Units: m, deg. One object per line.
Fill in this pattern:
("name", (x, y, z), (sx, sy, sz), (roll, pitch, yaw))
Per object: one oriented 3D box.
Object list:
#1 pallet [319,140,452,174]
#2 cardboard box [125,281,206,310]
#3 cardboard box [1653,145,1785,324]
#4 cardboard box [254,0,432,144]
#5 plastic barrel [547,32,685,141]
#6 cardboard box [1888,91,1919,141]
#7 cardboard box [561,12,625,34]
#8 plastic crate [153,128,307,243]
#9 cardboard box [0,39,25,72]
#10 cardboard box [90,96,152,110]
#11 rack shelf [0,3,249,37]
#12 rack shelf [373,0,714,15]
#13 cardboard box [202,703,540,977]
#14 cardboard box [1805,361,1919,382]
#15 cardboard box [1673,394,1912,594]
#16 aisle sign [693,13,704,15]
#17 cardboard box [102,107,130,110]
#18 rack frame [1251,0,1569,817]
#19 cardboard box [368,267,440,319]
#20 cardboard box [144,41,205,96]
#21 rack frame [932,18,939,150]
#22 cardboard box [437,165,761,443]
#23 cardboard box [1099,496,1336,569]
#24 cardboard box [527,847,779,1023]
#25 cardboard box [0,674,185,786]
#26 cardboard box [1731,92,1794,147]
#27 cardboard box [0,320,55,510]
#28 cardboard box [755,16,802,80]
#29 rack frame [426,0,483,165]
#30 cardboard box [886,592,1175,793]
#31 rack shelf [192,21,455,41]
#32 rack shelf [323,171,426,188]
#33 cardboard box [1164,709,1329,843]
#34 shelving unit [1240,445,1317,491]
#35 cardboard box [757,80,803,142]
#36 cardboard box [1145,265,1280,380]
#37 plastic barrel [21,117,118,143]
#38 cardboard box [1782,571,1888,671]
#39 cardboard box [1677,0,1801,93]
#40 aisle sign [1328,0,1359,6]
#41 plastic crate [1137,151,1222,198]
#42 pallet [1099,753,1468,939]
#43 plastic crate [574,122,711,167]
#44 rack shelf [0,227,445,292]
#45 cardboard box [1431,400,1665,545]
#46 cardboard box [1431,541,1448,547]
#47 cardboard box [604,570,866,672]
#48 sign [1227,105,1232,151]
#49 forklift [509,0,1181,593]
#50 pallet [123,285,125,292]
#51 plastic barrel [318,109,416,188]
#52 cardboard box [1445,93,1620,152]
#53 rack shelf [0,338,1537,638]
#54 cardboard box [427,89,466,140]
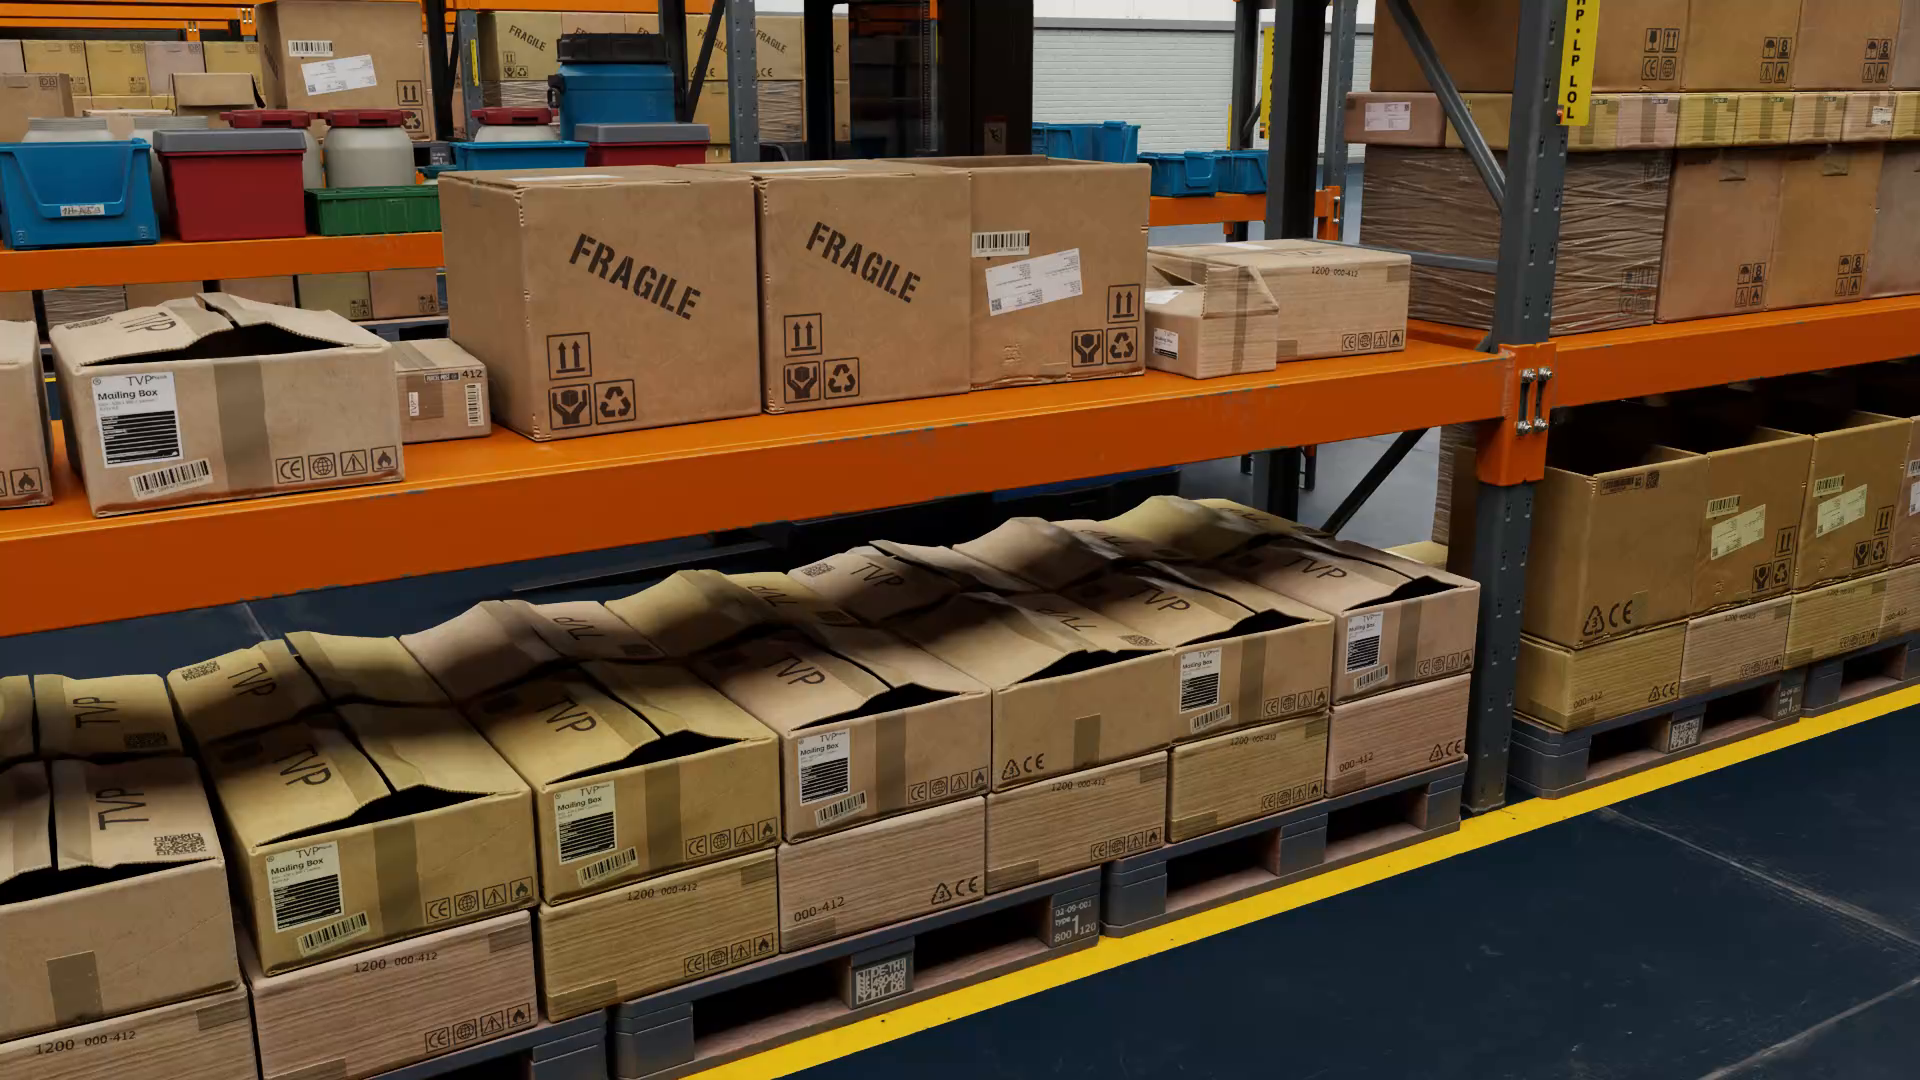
("pallet", (-4.596, -2.922, 12.631), (1.213, 0.211, 1.003), (-9, 18, -30))
("cardboard box", (-5.779, -1.797, 12.080), (0.500, 0.500, 0.700), (-8, 17, -25))
("cardboard box", (2.059, -0.980, 5.165), (0.500, 0.500, 0.700), (-9, 18, -30))
("cardboard box", (-4.619, -3.500, 12.448), (1.000, 1.000, 1.000), (-9, 18, -29))
("plastic barrel", (-1.802, -2.199, 8.767), (0.708, 0.901, 0.600), (-9, 18, -30))
("cardboard box", (2.889, -1.363, 5.330), (0.250, 0.149, 0.380), (-9, 18, -30))
("cardboard box", (-2.921, -3.833, 12.938), (0.500, 0.500, 0.500), (-9, 18, -30))
("plastic crate", (-3.201, -1.569, 7.333), (0.583, 0.464, 0.402), (-9, 18, -30))
("cardboard box", (-8.940, -4.353, 15.343), (0.500, 0.500, 0.700), (-10, 18, -31))
("cardboard box", (-7.943, -3.951, 15.761), (0.500, 0.500, 0.500), (-9, 18, -30))
("rack shelf", (-10.684, -6.200, 19.744), (4.000, 0.370, 1.077), (-9, 18, -30))
("rack shelf", (-4.619, -5.624, 17.692), (4.000, 0.370, 1.077), (-9, 18, -30))
("cardboard box", (-1.150, 0.534, 3.226), (0.500, 0.311, 0.500), (-10, 18, -31))
("cardboard box", (3.238, -0.424, 6.293), (0.500, 0.500, 0.500), (-9, 18, -30))
("cardboard box", (2.649, -0.165, 5.367), (0.500, 0.500, 0.500), (-9, 18, -30))
("aisle sign", (-2.999, -6.135, 18.924), (0.004, 0.787, 0.394), (-9, 18, -30))
("cardboard box", (-6.004, -2.963, 11.892), (0.258, 0.266, 0.396), (-10, 18, -31))
("rack frame", (1.233, -0.794, 4.686), (0.127, 3.000, 1.000), (-9, 18, -30))
("cardboard box", (-4.403, -2.015, 12.856), (0.500, 0.500, 0.700), (-11, 19, -34))
("cardboard box", (-7.629, -4.566, 16.102), (0.500, 0.500, 0.700), (-9, 18, -29))
("rack frame", (-0.437, -3.643, 14.848), (0.127, 3.000, 1.000), (-9, 18, -30))
("cardboard box", (-0.766, -0.523, 3.535), (0.500, 0.500, 0.500), (-10, 19, -33))
("cardboard box", (0.750, 0.057, 4.926), (0.500, 0.311, 0.500), (-9, 18, -30))
("cardboard box", (-0.723, 0.735, 3.547), (0.500, 0.250, 0.500), (-10, 18, -31))
("cardboard box", (-1.874, 0.484, 3.404), (0.500, 0.311, 0.500), (-9, 18, -28))
("cardboard box", (2.222, -1.255, 4.944), (0.250, 0.149, 0.380), (-9, 18, -30))
("cardboard box", (-1.862, -0.236, 2.859), (0.500, 0.311, 0.500), (-8, 18, -26))
("cardboard box", (-1.637, -4.042, 13.684), (0.500, 0.500, 0.500), (-9, 18, -30))
("rack frame", (-3.866, -3.087, 12.864), (0.127, 3.000, 1.000), (-9, 18, -30))
("cardboard box", (0.162, 0.323, 3.979), (0.500, 0.311, 0.500), (-9, 18, -30))
("rack shelf", (-9.815, -7.904, 25.823), (4.000, 0.370, 1.077), (-9, 18, -30))
("rack shelf", (-5.580, -2.462, 11.970), (4.000, 0.370, 1.077), (-9, 18, -30))
("cardboard box", (0.592, 0.522, 4.306), (0.500, 0.250, 0.500), (-10, 18, -31))
("shelving unit", (1.196, -0.767, 8.061), (1.048, 1.125, 0.538), (-10, 19, -33))
("cardboard box", (-1.740, -3.607, 13.985), (0.500, 0.500, 0.875), (-9, 18, -30))
("cardboard box", (0.574, -0.565, 4.117), (0.258, 0.266, 0.396), (-10, 18, -31))
("plastic barrel", (-3.972, -1.631, 7.464), (0.421, 0.512, 0.421), (0, 16, 0))
("cardboard box", (2.649, 0.196, 5.468), (0.500, 0.250, 0.500), (-9, 18, -30))
("cardboard box", (2.042, -1.601, 4.974), (0.500, 0.500, 0.700), (-9, 18, -30))
("aisle sign", (2.328, -3.690, 10.200), (0.004, 0.787, 0.394), (-9, 18, -30))
("plastic crate", (1.279, -2.198, 9.967), (0.408, 0.251, 0.499), (-9, 18, -30))
("pallet", (0.621, 0.660, 4.665), (1.213, 0.211, 1.003), (-9, 18, -30))
("plastic crate", (-1.572, -1.834, 8.275), (0.583, 0.464, 0.402), (-9, 18, -30))
("rack shelf", (-3.029, -1.316, 7.882), (4.000, 0.370, 1.077), (-9, 18, -30))
("cardboard box", (1.952, -0.215, 5.548), (0.500, 0.500, 0.500), (-9, 18, -30))
("cardboard box", (1.951, 0.145, 5.651), (0.500, 0.250, 0.500), (-9, 18, -30))
("cardboard box", (-0.567, 0.271, 4.162), (0.500, 0.311, 0.500), (-9, 18, -28))
("sign", (1.834, -2.758, 11.179), (0.005, 0.325, 0.100), (-9, 18, -30))
("forklift", (-0.522, -1.316, 6.675), (3.031, 2.935, 1.130), (-10, 19, -33))
("pallet", (-8.003, -2.610, 16.331), (1.213, 0.211, 1.003), (-9, 18, -30))
("plastic barrel", (-2.877, -1.822, 8.101), (0.433, 0.535, 0.433), (0, 16, 0))
("cardboard box", (1.563, -1.147, 4.558), (0.250, 0.149, 0.380), (-9, 18, -30))
("rack shelf", (-0.482, -0.170, 3.791), (4.000, 0.370, 1.077), (-9, 18, -30))
("cardboard box", (-5.564, -4.456, 17.472), (0.550, 0.550, 0.875), (-9, 18, -30))
